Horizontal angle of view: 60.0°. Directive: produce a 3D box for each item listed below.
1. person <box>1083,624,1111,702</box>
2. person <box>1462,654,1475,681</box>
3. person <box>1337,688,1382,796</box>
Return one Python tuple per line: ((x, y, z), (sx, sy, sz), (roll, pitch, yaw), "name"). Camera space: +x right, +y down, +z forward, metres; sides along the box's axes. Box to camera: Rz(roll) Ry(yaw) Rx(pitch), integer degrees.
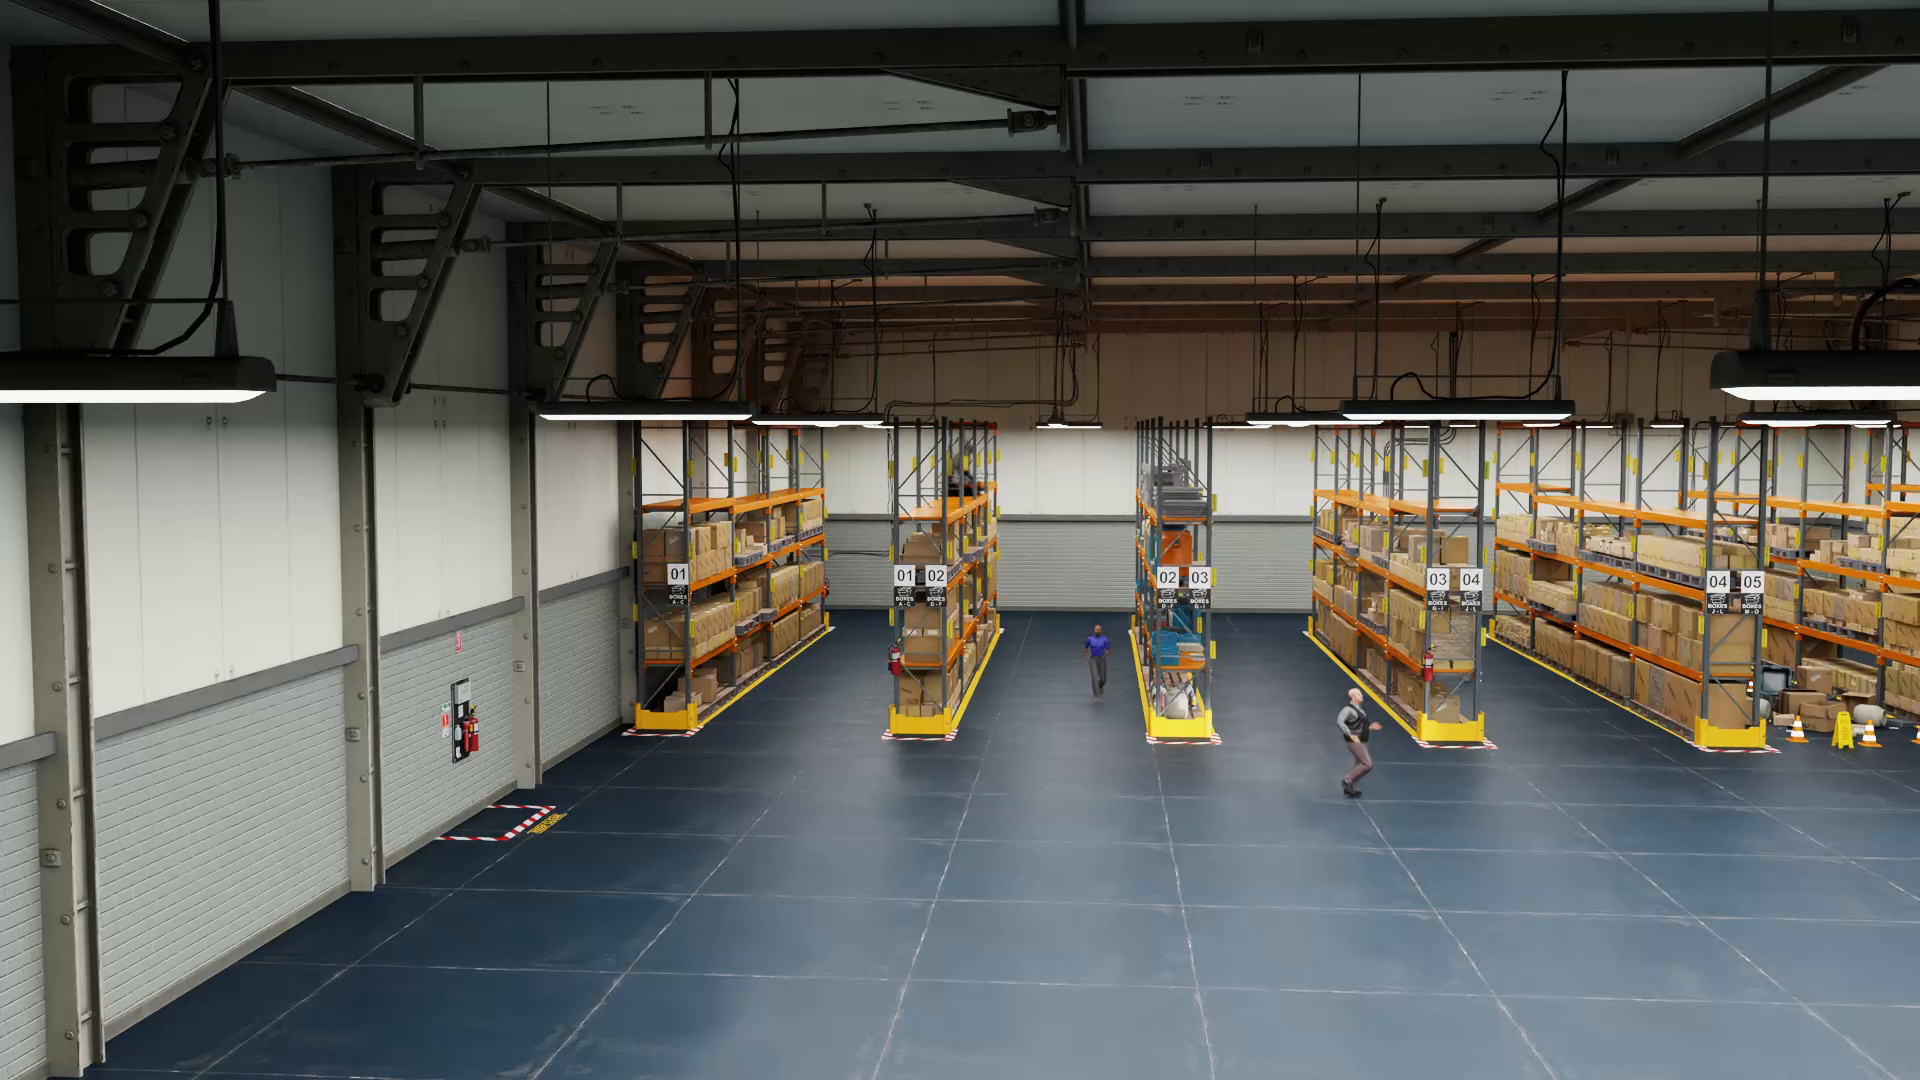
((2.917, 2.608, 35.394), (0.584, 1.603, 0.730), (0, 4, 1), "person")
((11.642, 2.395, 38.030), (0.672, 1.683, 0.585), (0, 4, 1), "person")
((6.269, 3.169, 26.022), (0.600, 1.683, 0.648), (2, 4, 31), "person")
